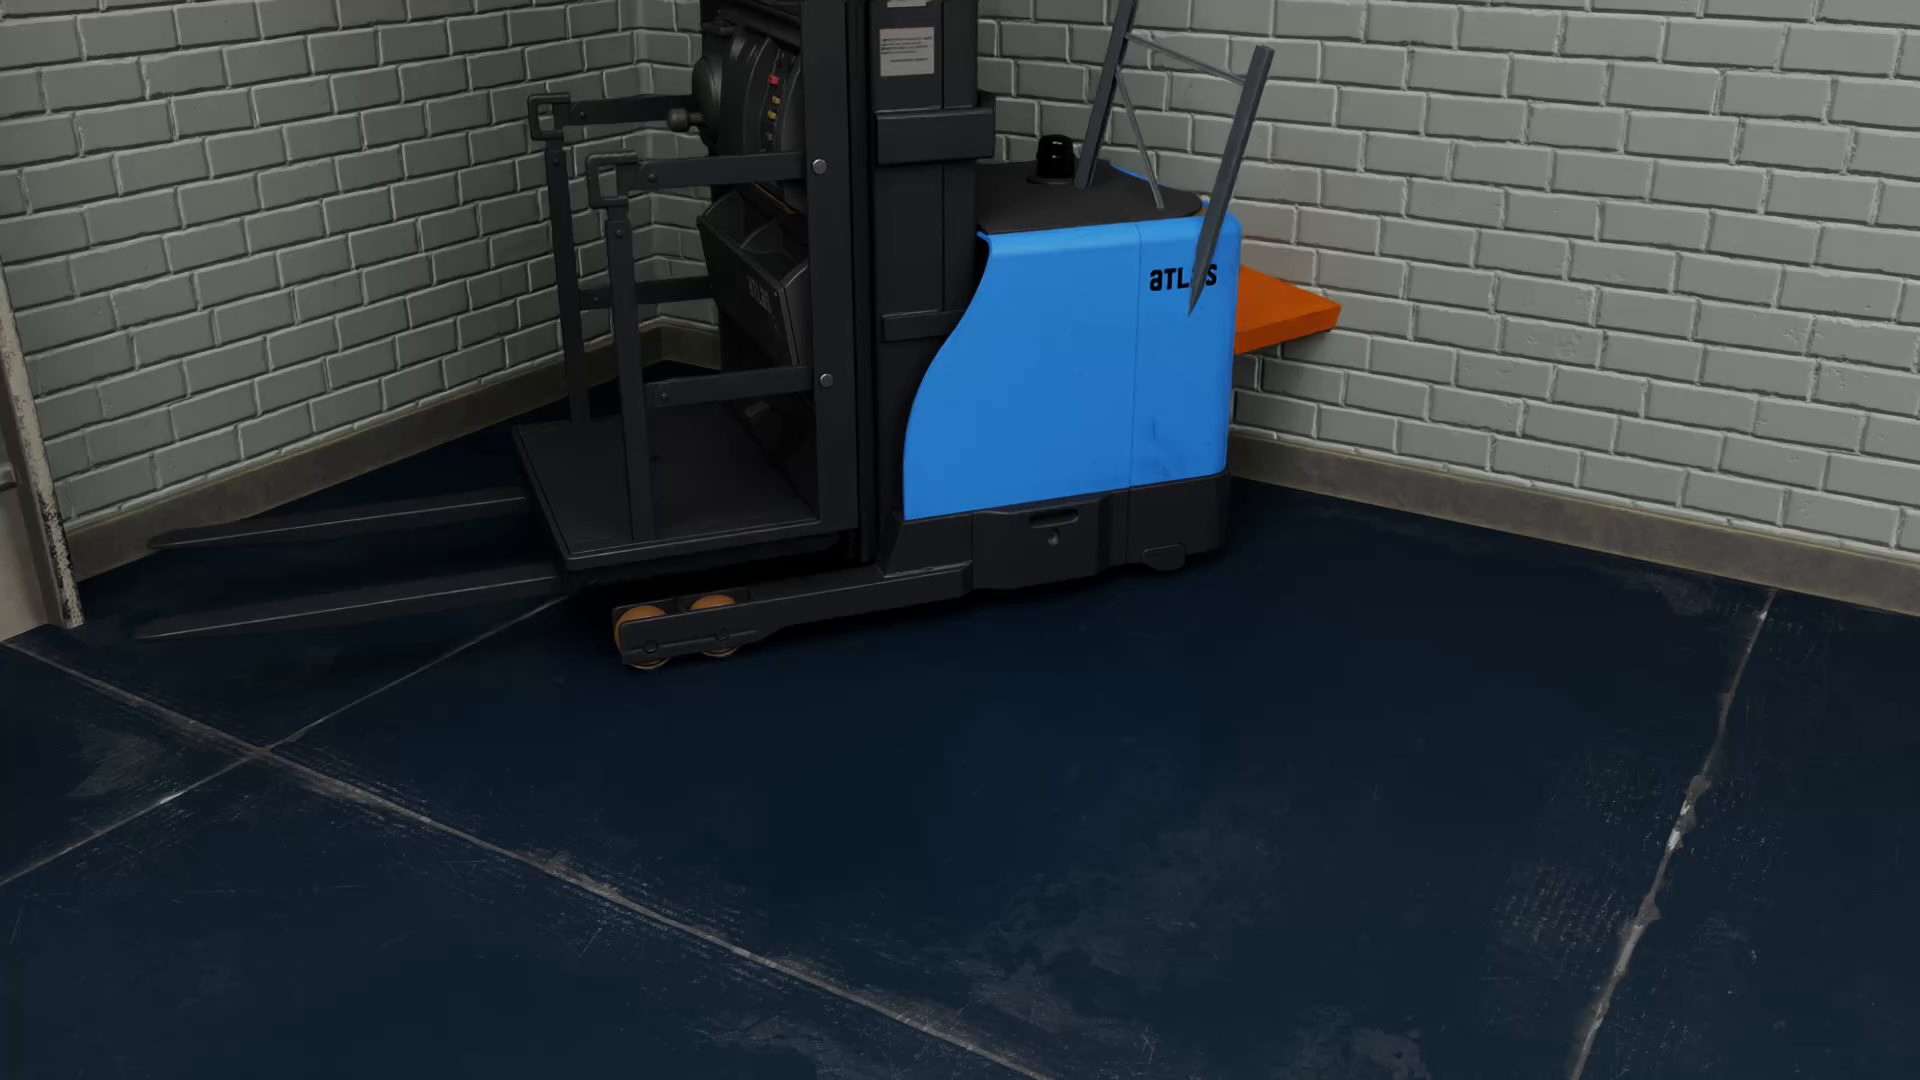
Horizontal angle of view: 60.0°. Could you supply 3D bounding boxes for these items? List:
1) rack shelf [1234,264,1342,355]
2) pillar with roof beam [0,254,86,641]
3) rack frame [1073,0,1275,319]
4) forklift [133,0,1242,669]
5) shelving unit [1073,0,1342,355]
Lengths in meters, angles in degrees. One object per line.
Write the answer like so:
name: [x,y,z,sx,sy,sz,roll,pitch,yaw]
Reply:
rack shelf: [0.776,-0.717,5.257,0.538,0.185,1.000,33,34,31]
pillar with roof beam: [0.947,-2.961,0.762,9.100,9.000,0.400,14,27,29]
rack frame: [0.475,-0.751,4.811,0.500,1.500,0.032,33,34,31]
forklift: [-0.759,-1.237,4.417,3.031,2.935,1.130,-9,25,-19]
shelving unit: [0.820,-0.872,5.178,0.587,1.500,1.083,33,34,31]
